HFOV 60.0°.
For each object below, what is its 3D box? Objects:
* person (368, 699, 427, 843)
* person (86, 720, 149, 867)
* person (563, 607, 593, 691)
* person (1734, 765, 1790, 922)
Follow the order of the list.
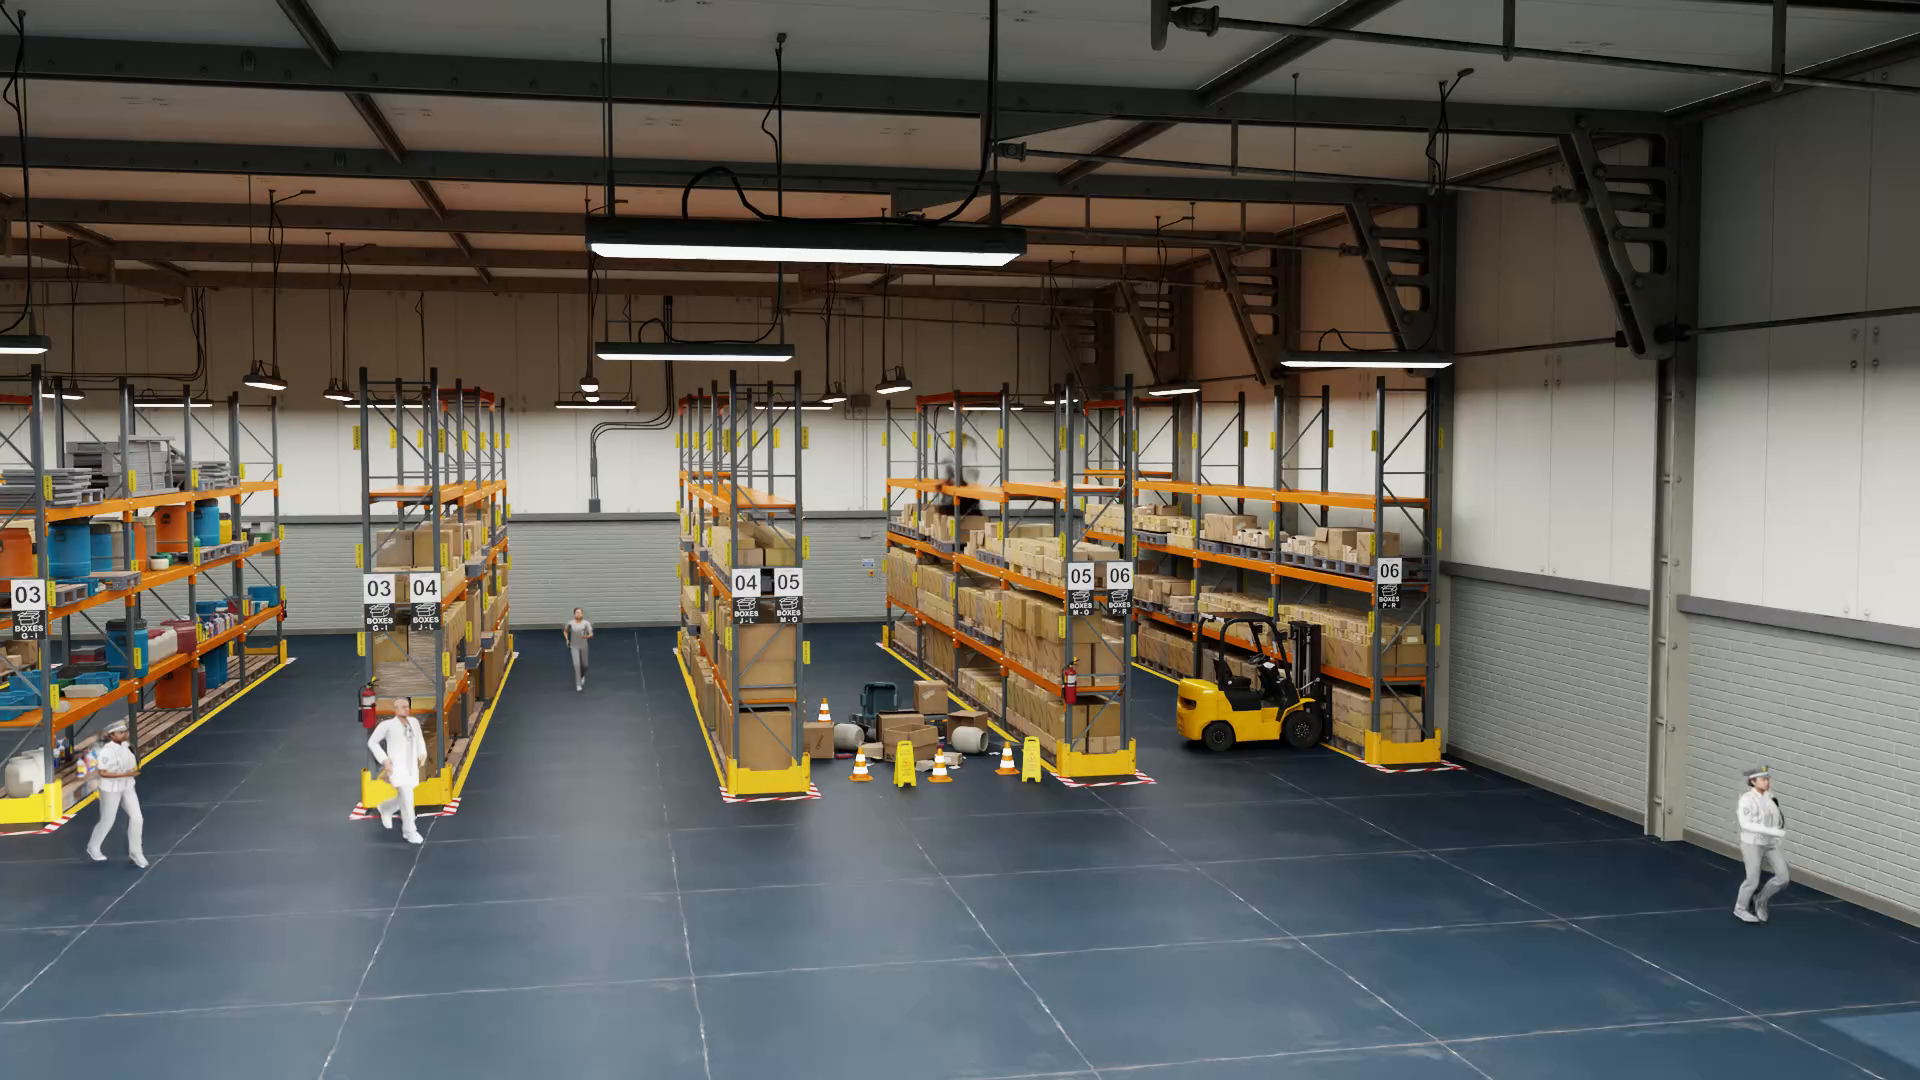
[{"bbox_3d":[-7.085,2.894,21.001,0.933,1.774,0.734,2,4,32],"label":"person"},{"bbox_3d":[-9.955,2.987,19.608,0.793,1.761,0.584,1,4,19],"label":"person"},{"bbox_3d":[-7.677,2.174,33.478,0.575,1.645,0.914,-1,4,-17],"label":"person"},{"bbox_3d":[8.275,3.136,17.124,0.590,1.660,0.619,-1,4,-19],"label":"person"}]
